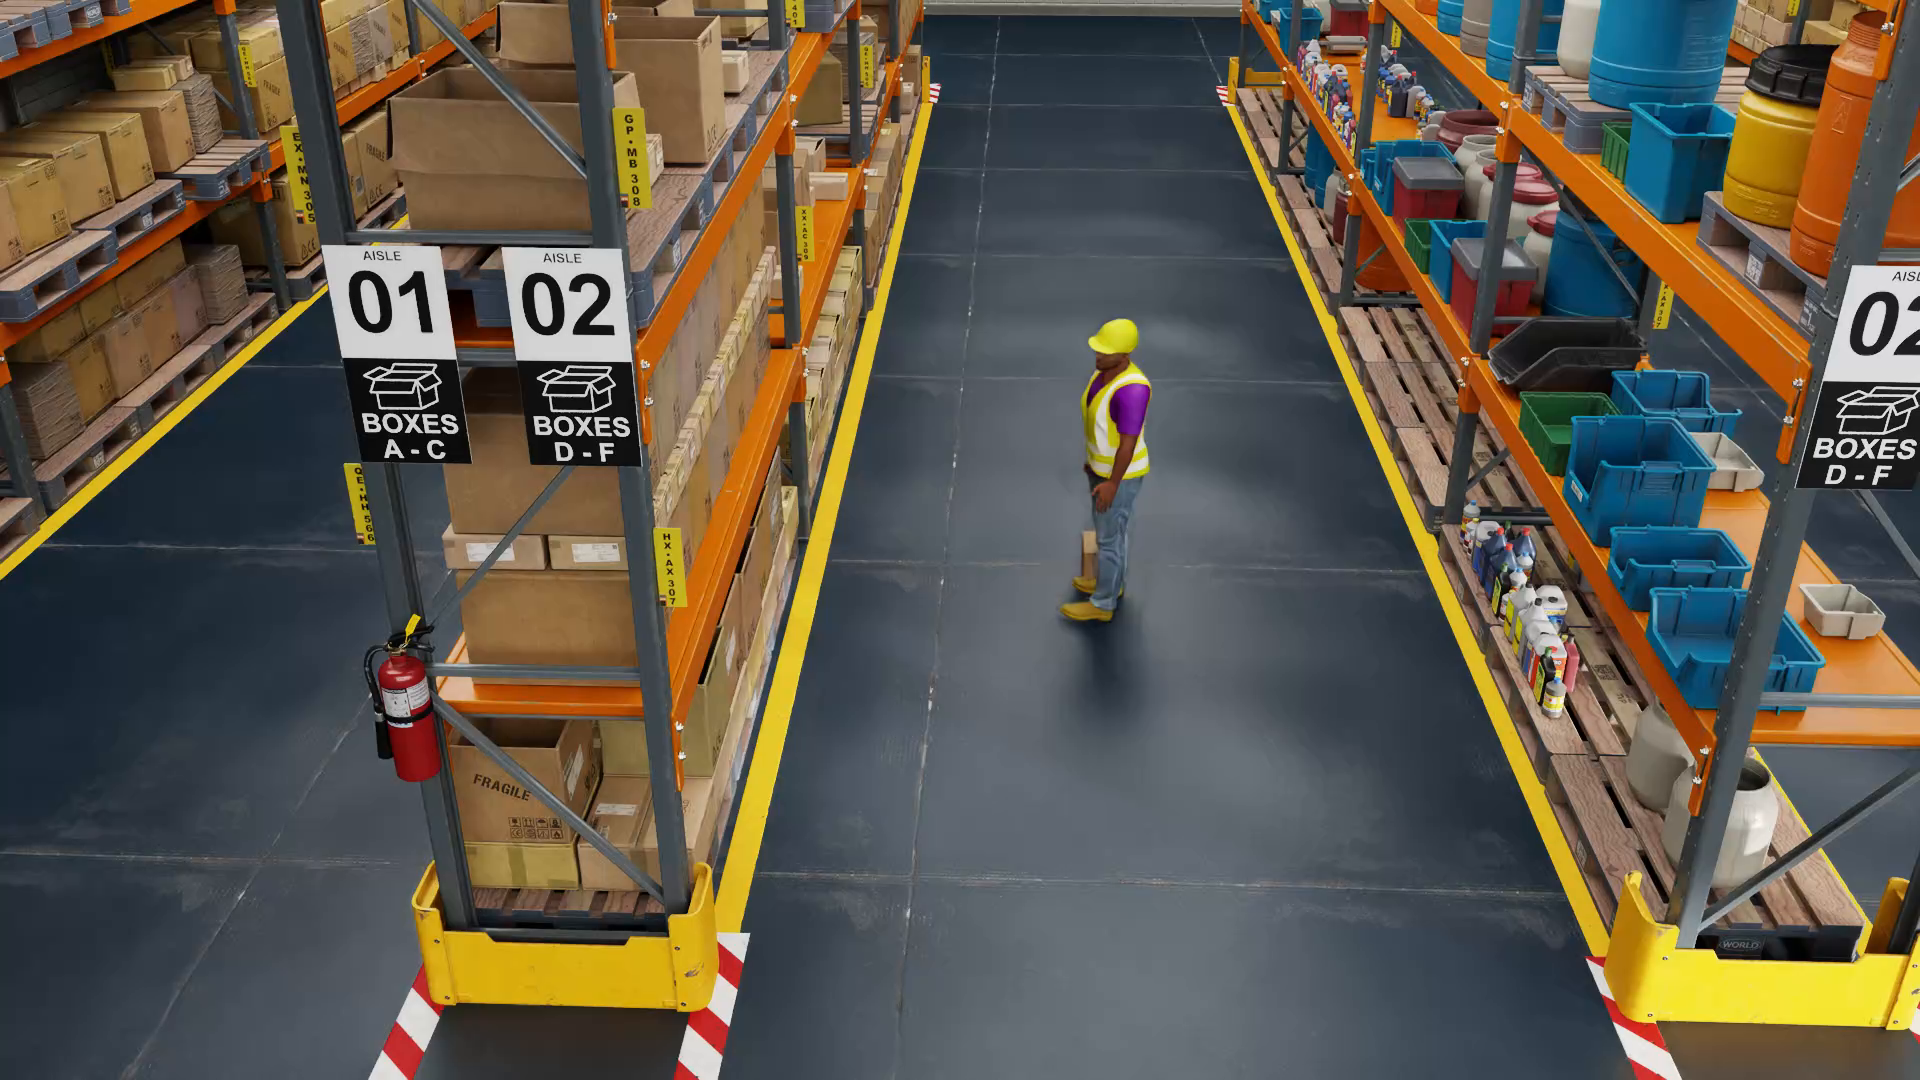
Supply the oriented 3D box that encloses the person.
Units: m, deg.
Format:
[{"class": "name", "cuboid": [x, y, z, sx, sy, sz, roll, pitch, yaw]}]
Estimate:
[{"class": "person", "cuboid": [0.784, -0.394, 9.289, 0.484, 1.763, 0.594, -6, 28, -11]}]
